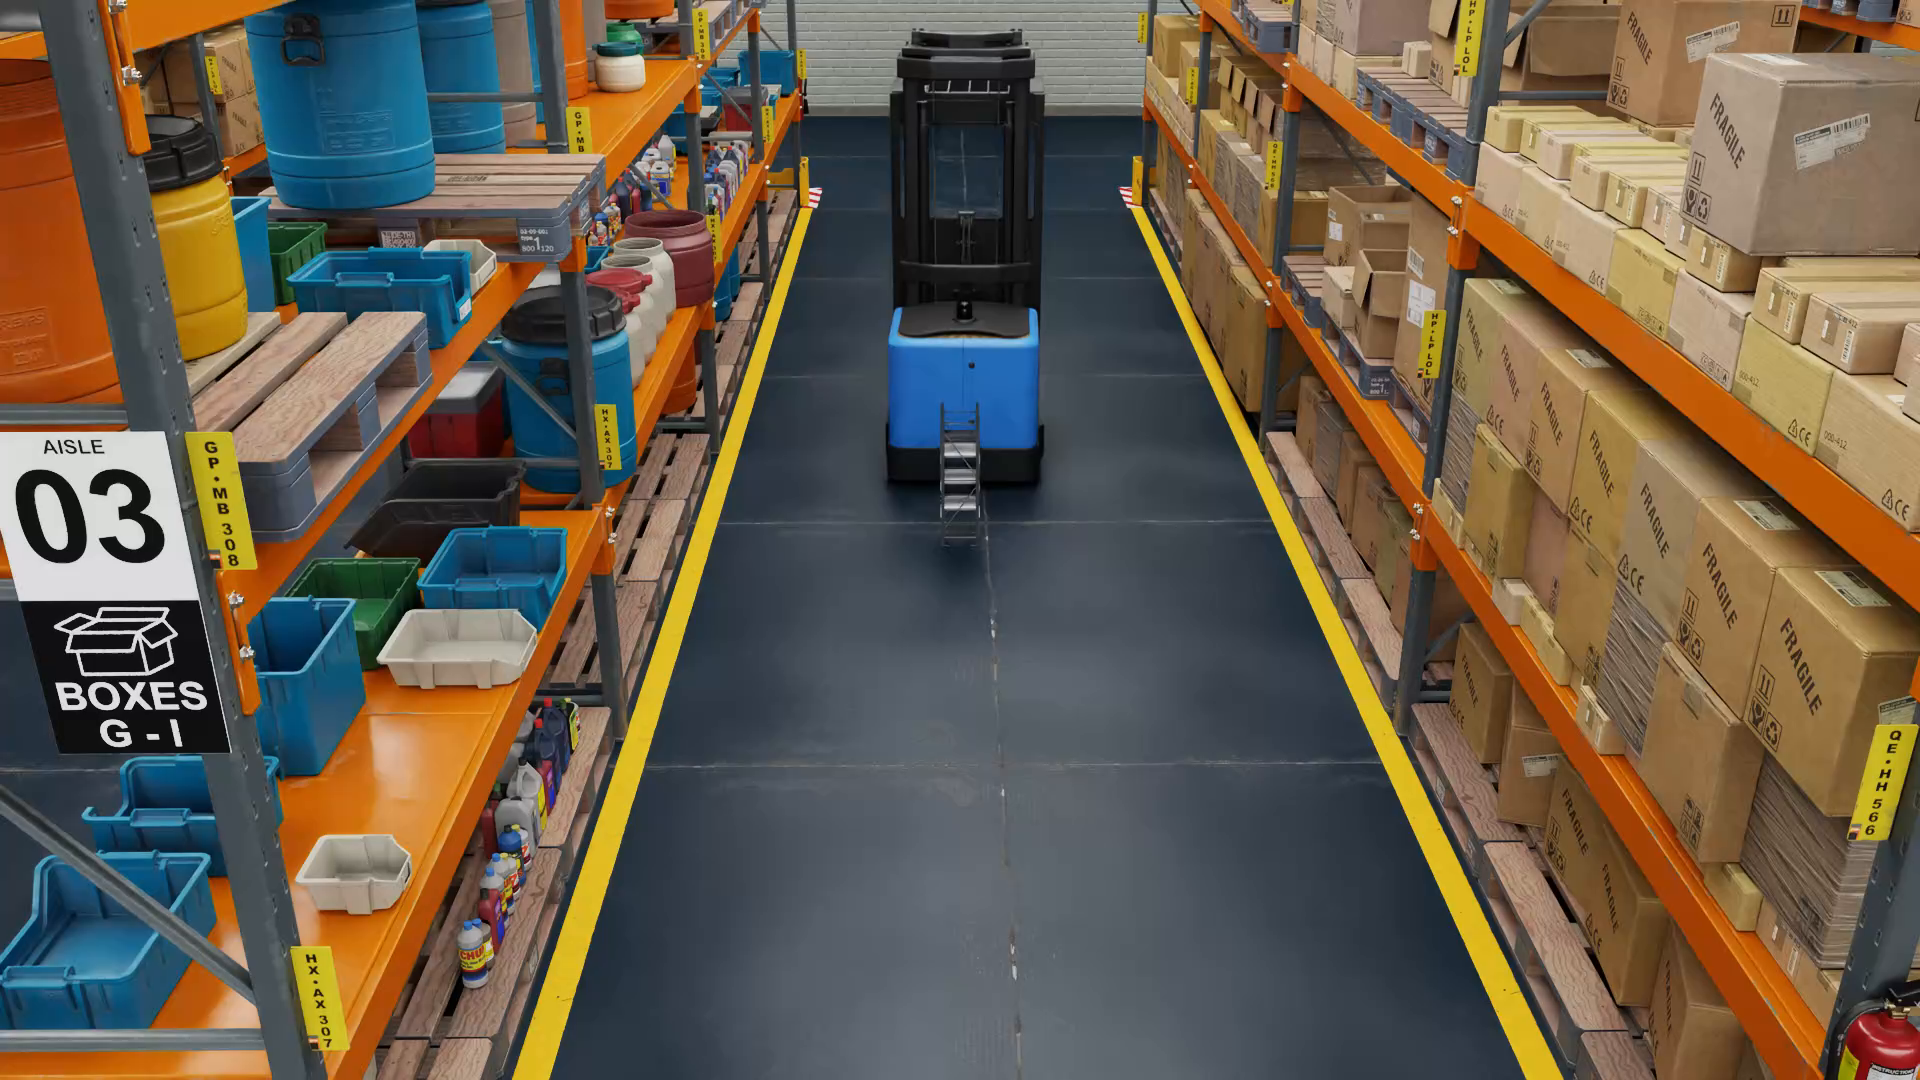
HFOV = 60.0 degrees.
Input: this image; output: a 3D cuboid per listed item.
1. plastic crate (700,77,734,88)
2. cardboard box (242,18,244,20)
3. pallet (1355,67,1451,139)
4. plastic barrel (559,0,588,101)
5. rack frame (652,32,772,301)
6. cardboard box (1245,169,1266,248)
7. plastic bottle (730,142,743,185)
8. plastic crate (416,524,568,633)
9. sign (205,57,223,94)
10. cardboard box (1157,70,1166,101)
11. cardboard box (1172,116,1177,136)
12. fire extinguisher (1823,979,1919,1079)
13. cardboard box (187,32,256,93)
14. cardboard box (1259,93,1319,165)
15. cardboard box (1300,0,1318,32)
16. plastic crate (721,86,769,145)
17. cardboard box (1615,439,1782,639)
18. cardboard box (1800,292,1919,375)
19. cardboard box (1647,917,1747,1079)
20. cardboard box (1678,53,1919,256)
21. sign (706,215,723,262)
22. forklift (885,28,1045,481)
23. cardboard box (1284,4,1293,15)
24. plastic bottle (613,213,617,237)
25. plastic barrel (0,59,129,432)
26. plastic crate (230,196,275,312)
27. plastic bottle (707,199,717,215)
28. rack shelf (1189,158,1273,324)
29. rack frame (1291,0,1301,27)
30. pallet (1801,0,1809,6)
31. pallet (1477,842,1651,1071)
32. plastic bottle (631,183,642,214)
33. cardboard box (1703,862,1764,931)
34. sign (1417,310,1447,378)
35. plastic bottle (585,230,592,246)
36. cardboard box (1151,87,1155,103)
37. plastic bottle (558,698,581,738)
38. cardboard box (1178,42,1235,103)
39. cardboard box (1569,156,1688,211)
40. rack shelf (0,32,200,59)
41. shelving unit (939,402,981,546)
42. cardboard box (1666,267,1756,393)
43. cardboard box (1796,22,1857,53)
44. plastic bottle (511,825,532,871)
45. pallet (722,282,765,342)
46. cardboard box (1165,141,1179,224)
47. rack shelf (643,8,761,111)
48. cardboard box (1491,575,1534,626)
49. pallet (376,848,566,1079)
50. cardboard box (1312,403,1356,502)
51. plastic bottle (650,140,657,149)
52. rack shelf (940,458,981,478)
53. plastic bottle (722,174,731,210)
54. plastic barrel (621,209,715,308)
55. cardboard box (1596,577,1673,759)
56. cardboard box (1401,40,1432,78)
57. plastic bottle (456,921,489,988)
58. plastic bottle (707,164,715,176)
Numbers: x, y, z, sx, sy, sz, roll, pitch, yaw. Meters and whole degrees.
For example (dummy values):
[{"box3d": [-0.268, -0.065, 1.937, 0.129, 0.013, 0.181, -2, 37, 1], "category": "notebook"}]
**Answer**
[{"box3d": [-2.662, -4.881, 18.033, 0.416, 0.233, 0.300, 0, 24, -1], "category": "plastic crate"}, {"box3d": [-7.540, -5.180, 17.228, 0.500, 0.500, 0.500, 0, 24, 0], "category": "cardboard box"}, {"box3d": [2.827, -2.346, 8.884, 1.213, 0.211, 1.003, 0, 24, -1], "category": "pallet"}, {"box3d": [-2.456, -2.962, 9.498, 0.600, 0.830, 0.708, 0, 24, -1], "category": "plastic barrel"}, {"box3d": [-2.299, -3.657, 15.195, 1.000, 3.000, 0.127, 0, 24, -1], "category": "rack frame"}, {"box3d": [2.445, -2.484, 12.481, 0.500, 0.500, 0.500, 0, 24, -1], "category": "cardboard box"}, {"box3d": [-1.961, -3.257, 14.371, 0.144, 0.351, 0.185, 0, 24, -1], "category": "plastic bottle"}, {"box3d": [-1.928, 0.162, 6.931, 0.499, 0.251, 0.616, 0, 24, -1], "category": "plastic crate"}, {"box3d": [-6.697, -4.167, 14.919, 0.100, 0.325, 0.005, 0, 24, -1], "category": "sign"}, {"box3d": [2.360, -4.774, 17.487, 0.500, 0.250, 0.500, -1, 24, -2], "category": "cardboard box"}, {"box3d": [2.312, -4.113, 16.508, 0.380, 0.149, 0.250, 0, 24, 0], "category": "cardboard box"}, {"box3d": [2.325, 1.350, 4.218, 0.296, 0.674, 0.183, 0, 24, -1], "category": "fire extinguisher"}, {"box3d": [-6.982, -4.545, 15.825, 0.500, 0.500, 0.500, -1, 24, -2], "category": "cardboard box"}, {"box3d": [2.702, -3.103, 12.633, 0.797, 0.503, 0.637, 0, 24, 1], "category": "cardboard box"}, {"box3d": [2.446, -3.476, 10.427, 0.500, 0.500, 0.500, 0, 24, 0], "category": "cardboard box"}, {"box3d": [-2.058, -4.082, 15.985, 0.402, 0.464, 0.583, 0, 24, -1], "category": "plastic crate"}, {"box3d": [2.518, -0.008, 5.433, 0.500, 0.500, 0.500, 0, 24, -1], "category": "cardboard box"}, {"box3d": [2.472, -0.547, 4.378, 0.380, 0.149, 0.250, -1, 24, -3], "category": "cardboard box"}, {"box3d": [2.754, 1.710, 5.853, 0.500, 0.500, 0.500, 6, 25, 13], "category": "cardboard box"}, {"box3d": [2.515, -1.147, 4.918, 0.500, 0.500, 0.500, 0, 24, -1], "category": "cardboard box"}, {"box3d": [-1.705, -2.088, 11.529, 0.100, 0.325, 0.005, 0, 24, -1], "category": "sign"}, {"box3d": [0.057, -2.301, 12.281, 1.130, 2.935, 3.031, 1, 24, 1], "category": "forklift"}, {"box3d": [2.619, -3.887, 11.429, 0.797, 0.503, 0.637, 1, 24, 3], "category": "cardboard box"}, {"box3d": [-2.677, -2.426, 12.715, 0.097, 0.201, 0.097, 0, 24, 0], "category": "plastic bottle"}, {"box3d": [-2.300, -0.665, 3.910, 0.600, 0.830, 0.708, 0, 24, -1], "category": "plastic barrel"}, {"box3d": [-2.490, -0.856, 5.381, 0.392, 0.384, 0.575, 0, 24, -1], "category": "plastic crate"}, {"box3d": [-1.900, -2.476, 12.726, 0.061, 0.283, 0.133, 0, 24, -1], "category": "plastic bottle"}, {"box3d": [2.676, -2.527, 13.570, 1.077, 0.370, 4.000, 0, 24, -1], "category": "rack shelf"}, {"box3d": [2.698, -4.764, 10.364, 1.000, 3.000, 0.127, 0, 24, -1], "category": "rack frame"}, {"box3d": [7.515, -4.686, 14.058, 1.213, 0.211, 1.003, 0, 24, -1], "category": "pallet"}, {"box3d": [2.800, 1.669, 6.804, 1.003, 0.211, 1.213, 0, 24, -1], "category": "pallet"}, {"box3d": [-2.556, -2.668, 13.150, 0.061, 0.283, 0.133, 0, 24, -1], "category": "plastic bottle"}, {"box3d": [2.519, 1.058, 5.075, 0.380, 0.149, 0.250, 0, 24, -1], "category": "cardboard box"}, {"box3d": [2.186, -0.906, 7.708, 0.100, 0.325, 0.005, 0, 24, -1], "category": "sign"}, {"box3d": [-2.686, -2.120, 11.939, 0.061, 0.283, 0.133, 0, 24, -1], "category": "plastic bottle"}, {"box3d": [2.292, -4.854, 18.147, 0.380, 0.149, 0.250, -1, 24, -2], "category": "cardboard box"}, {"box3d": [-1.896, 0.863, 8.065, 0.097, 0.201, 0.097, 0, 24, 0], "category": "plastic bottle"}, {"box3d": [2.380, -4.482, 15.932, 0.500, 0.500, 0.500, 0, 24, 0], "category": "cardboard box"}, {"box3d": [2.451, -1.295, 6.031, 0.380, 0.149, 0.250, -1, 24, -2], "category": "cardboard box"}, {"box3d": [-7.230, -3.851, 12.857, 1.077, 0.370, 4.000, 0, 24, -1], "category": "rack shelf"}, {"box3d": [0.000, -0.413, 10.572, 0.258, 0.900, 0.210, 0, 24, -1], "category": "shelving unit"}, {"box3d": [2.520, -0.647, 5.082, 0.500, 0.250, 0.500, 0, 24, 1], "category": "cardboard box"}, {"box3d": [7.854, -4.483, 15.327, 0.500, 0.500, 0.500, 0, 24, 1], "category": "cardboard box"}, {"box3d": [-1.884, 1.306, 7.084, 0.097, 0.201, 0.097, 0, 24, 0], "category": "plastic bottle"}, {"box3d": [-2.332, -2.068, 15.066, 1.003, 0.211, 1.213, 0, 24, -1], "category": "pallet"}, {"box3d": [2.707, -3.912, 17.828, 0.875, 0.875, 0.875, 0, 24, -1], "category": "cardboard box"}, {"box3d": [-2.277, -3.871, 12.903, 1.077, 0.370, 4.000, 0, 24, -1], "category": "rack shelf"}, {"box3d": [2.437, 0.234, 6.897, 0.380, 0.149, 0.250, 0, 24, -1], "category": "cardboard box"}, {"box3d": [-2.229, 1.691, 6.754, 1.003, 0.211, 1.213, 0, 24, -1], "category": "pallet"}, {"box3d": [2.744, -0.588, 10.909, 0.700, 0.500, 0.500, -2, 24, -5], "category": "cardboard box"}, {"box3d": [-2.720, -3.395, 14.759, 0.061, 0.283, 0.133, 0, 24, -1], "category": "plastic bottle"}, {"box3d": [0.000, -0.465, 10.549, 0.258, 0.077, 0.200, 0, 24, -1], "category": "rack shelf"}, {"box3d": [-1.909, -2.838, 13.527, 0.061, 0.283, 0.133, 0, 24, -1], "category": "plastic bottle"}, {"box3d": [-1.947, -1.880, 11.103, 0.600, 0.536, 0.708, 0, 24, -1], "category": "plastic barrel"}, {"box3d": [2.719, 0.446, 5.641, 0.875, 0.500, 0.500, 0, 24, -1], "category": "cardboard box"}, {"box3d": [2.621, -2.606, 9.006, 0.380, 0.166, 0.250, -1, 24, -2], "category": "cardboard box"}, {"box3d": [-1.876, 1.582, 6.388, 0.097, 0.271, 0.097, 0, 24, 0], "category": "plastic bottle"}, {"box3d": [-2.085, -3.015, 13.932, 0.097, 0.271, 0.097, 0, 24, 0], "category": "plastic bottle"}]
